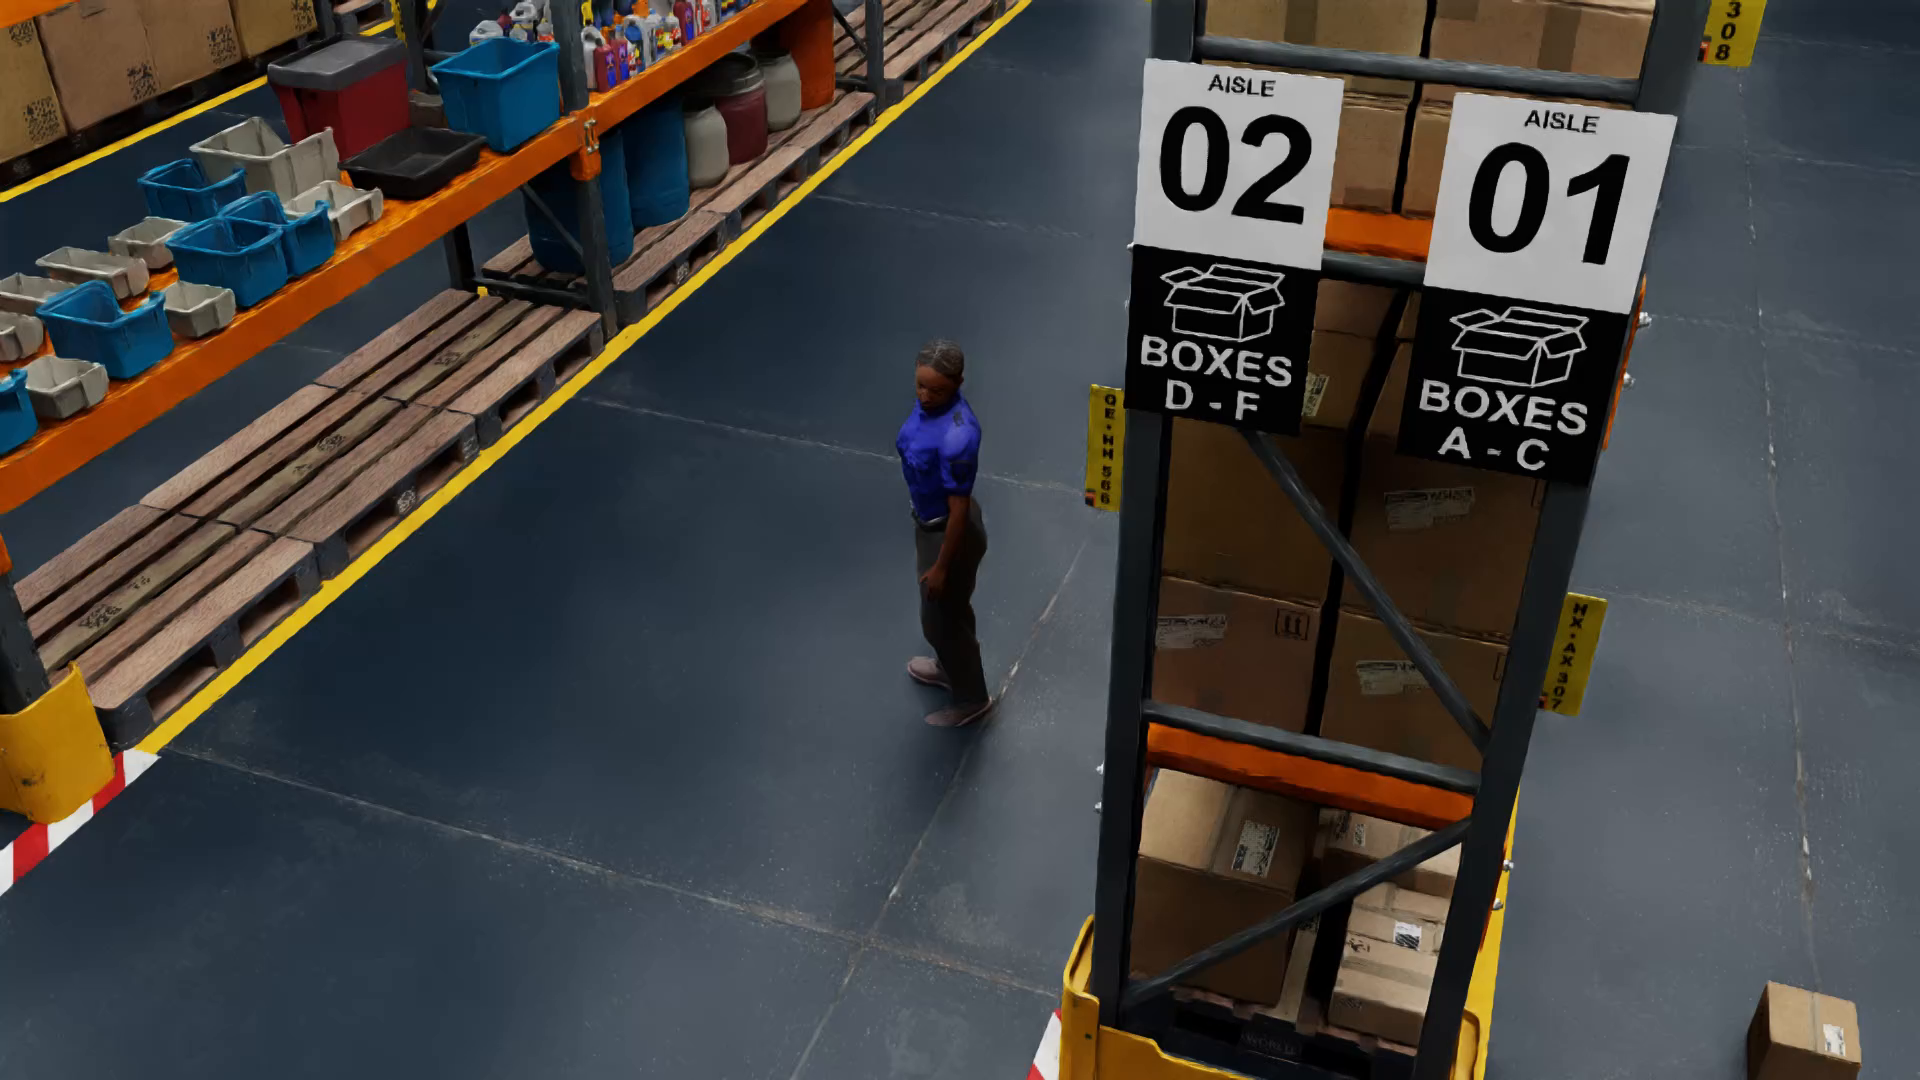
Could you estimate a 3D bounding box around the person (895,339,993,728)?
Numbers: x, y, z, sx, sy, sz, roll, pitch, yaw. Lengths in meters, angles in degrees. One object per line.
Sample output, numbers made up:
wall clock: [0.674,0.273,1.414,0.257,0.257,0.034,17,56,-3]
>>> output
person: [-0.053,-0.010,6.190,0.351,1.704,0.540,-4,34,-6]
